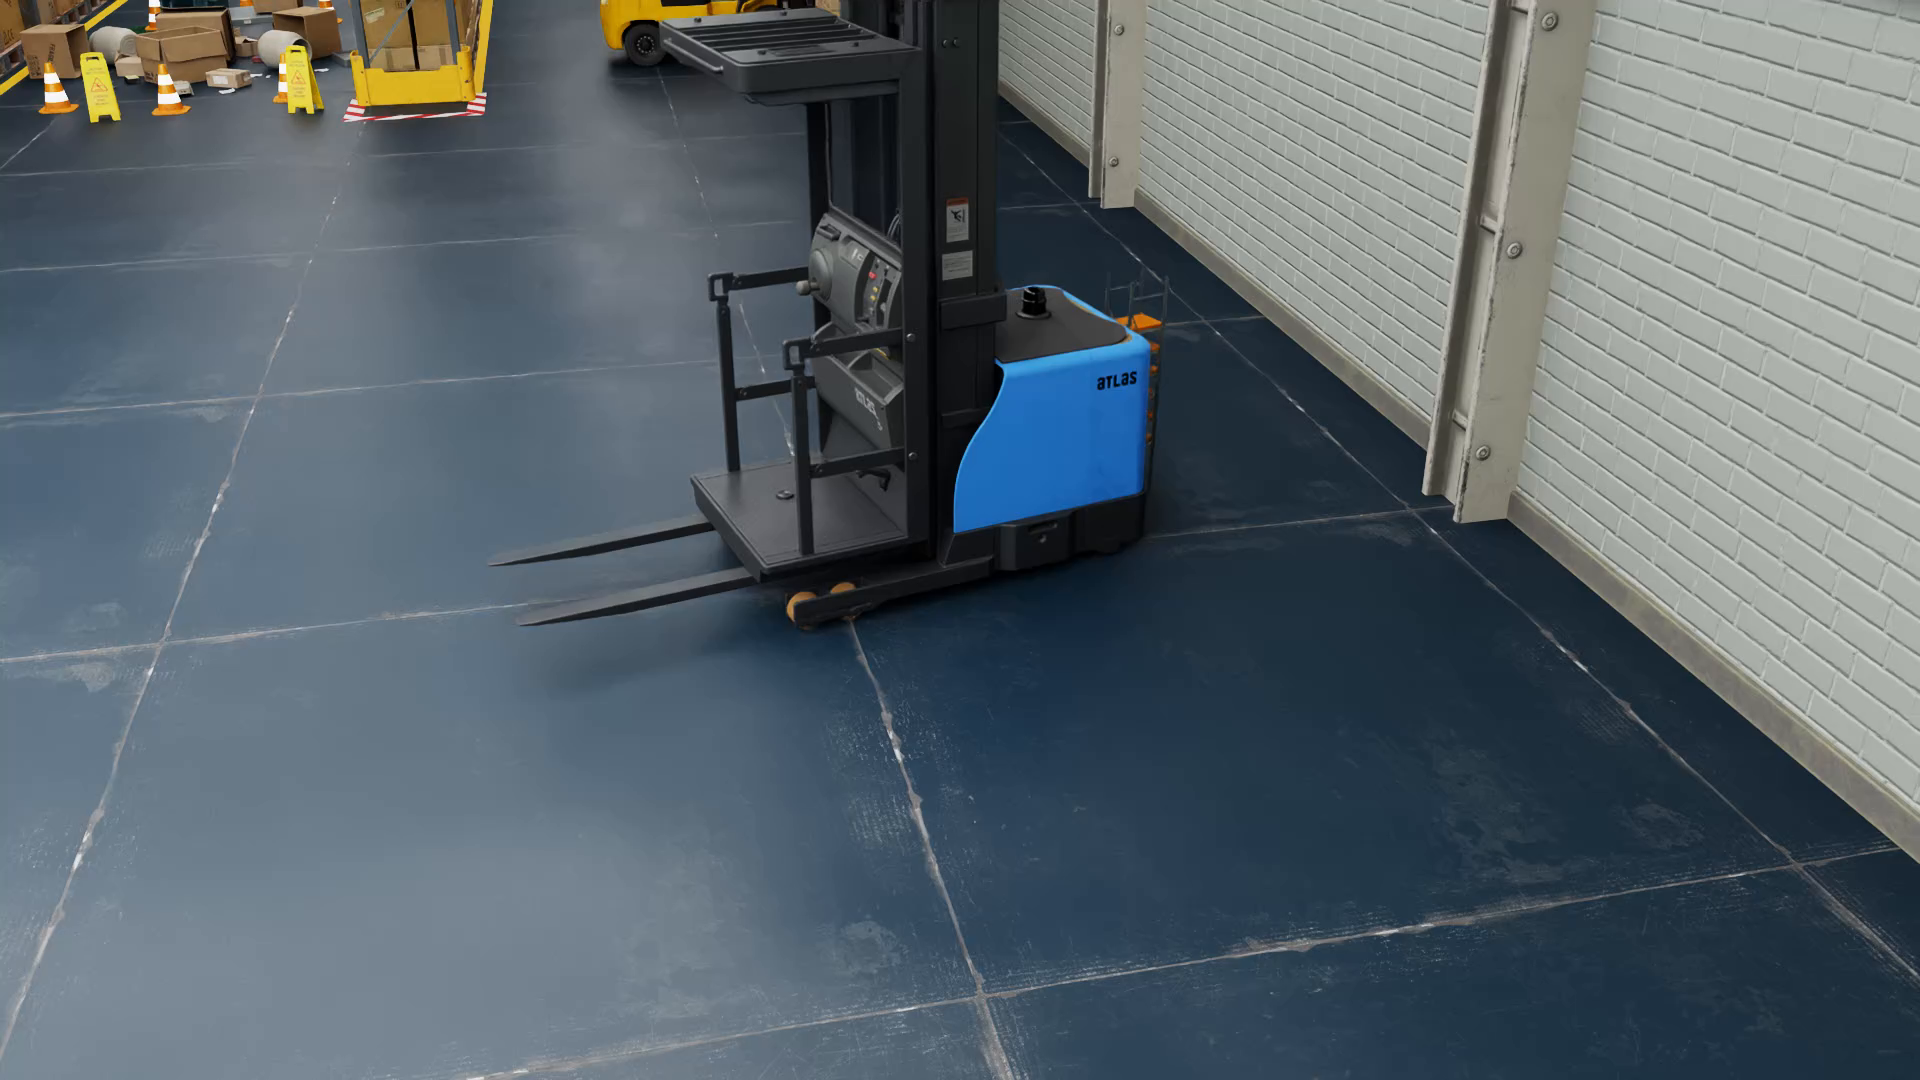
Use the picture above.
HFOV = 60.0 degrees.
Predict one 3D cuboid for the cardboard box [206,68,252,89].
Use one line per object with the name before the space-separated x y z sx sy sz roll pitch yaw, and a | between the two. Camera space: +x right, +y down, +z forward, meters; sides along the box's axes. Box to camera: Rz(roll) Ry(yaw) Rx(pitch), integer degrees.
cardboard box | -7.900 -4.988 17.967 0.380 0.149 0.250 8 28 15

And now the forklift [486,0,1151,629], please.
forklift | -0.653 -1.180 7.335 3.031 2.935 1.130 -12 29 -23

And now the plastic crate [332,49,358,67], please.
plastic crate | -6.983 -5.571 19.198 0.402 0.080 0.583 -16 31 -29

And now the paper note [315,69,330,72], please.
paper note | -7.173 -5.289 18.694 0.142 0.019 0.148 -16 31 -29

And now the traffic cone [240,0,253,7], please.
traffic cone | -9.221 -6.942 21.490 0.336 0.463 0.334 -6 27 -12

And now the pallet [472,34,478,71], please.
pallet | -6.074 -5.574 19.059 1.003 0.211 1.213 -6 27 -12

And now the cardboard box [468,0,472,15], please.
cardboard box | -5.911 -6.262 19.081 0.500 0.500 0.500 -5 27 -9

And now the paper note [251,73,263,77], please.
paper note | -7.834 -5.161 18.454 0.148 0.019 0.142 3 27 6

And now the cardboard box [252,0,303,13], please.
cardboard box | -8.265 -6.675 20.079 0.500 0.500 0.500 -6 27 -12

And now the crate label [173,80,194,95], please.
crate label | -8.233 -4.747 17.504 0.250 0.136 0.298 -23 35 -38

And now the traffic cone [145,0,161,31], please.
traffic cone | -10.169 -6.709 21.029 0.336 0.463 0.334 -6 27 -12

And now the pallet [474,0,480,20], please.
pallet | -6.715 -6.744 21.376 1.003 0.211 1.213 -6 27 -12

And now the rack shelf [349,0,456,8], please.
rack shelf | -6.087 -6.448 18.494 1.077 0.370 4.000 -6 27 -12

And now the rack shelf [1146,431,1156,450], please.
rack shelf | 0.846 -0.501 8.529 0.258 0.103 0.180 -15 30 -31

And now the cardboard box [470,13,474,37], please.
cardboard box | -5.903 -5.918 19.231 0.500 0.250 0.500 -6 27 -11

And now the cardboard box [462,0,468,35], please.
cardboard box | -5.677 -5.807 18.180 0.500 0.500 0.500 -7 28 -14

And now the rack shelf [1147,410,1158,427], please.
rack shelf | 0.850 -0.609 8.478 0.258 0.103 0.180 -15 30 -31

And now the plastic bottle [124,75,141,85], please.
plastic bottle | -9.036 -5.026 18.140 0.133 0.061 0.283 -16 31 -29

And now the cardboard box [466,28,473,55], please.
cardboard box | -5.657 -5.458 18.320 0.500 0.250 0.500 -5 27 -10

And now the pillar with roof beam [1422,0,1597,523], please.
pillar with roof beam | -1.570 -3.767 5.726 9.100 9.000 0.400 -6 27 -12

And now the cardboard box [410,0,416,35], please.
cardboard box | -6.192 -5.739 18.045 0.500 0.500 0.500 -5 27 -10

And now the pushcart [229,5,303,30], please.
pushcart | -8.748 -6.223 20.160 1.648 0.377 0.936 -16 31 -29

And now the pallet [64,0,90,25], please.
pallet | -11.864 -6.723 21.335 1.003 0.211 1.213 -6 27 -12

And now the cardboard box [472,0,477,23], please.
cardboard box | -6.143 -6.374 20.136 0.500 0.250 0.500 -5 27 -9

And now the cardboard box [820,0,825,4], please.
cardboard box | -1.330 -6.197 18.674 0.500 0.250 0.500 -5 27 -11

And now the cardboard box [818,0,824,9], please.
cardboard box | -1.318 -5.983 18.805 0.500 0.250 0.500 -6 27 -12

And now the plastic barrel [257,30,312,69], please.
plastic barrel | -7.577 -5.494 18.664 0.512 0.421 0.421 13 30 24

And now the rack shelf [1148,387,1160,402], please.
rack shelf | 0.853 -0.718 8.426 0.258 0.103 0.180 -15 30 -31

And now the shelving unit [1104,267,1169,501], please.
shelving unit | 0.855 -0.758 8.407 0.258 1.200 0.189 -15 30 -31

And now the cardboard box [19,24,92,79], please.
cardboard box | -9.988 -5.408 18.406 0.500 0.500 0.500 -1 27 -3

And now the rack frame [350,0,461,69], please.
rack frame | -5.637 -5.891 16.592 1.000 3.000 0.127 -6 27 -12

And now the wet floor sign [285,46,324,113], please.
wet floor sign | -6.636 -4.648 16.742 0.267 0.644 0.232 3 27 6

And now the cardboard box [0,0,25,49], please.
cardboard box | -11.264 -6.055 18.810 0.875 0.875 0.875 -6 27 -11

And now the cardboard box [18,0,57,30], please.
cardboard box | -11.565 -6.546 19.921 1.050 0.750 0.750 -6 27 -12

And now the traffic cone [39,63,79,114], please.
traffic cone | -9.173 -4.589 16.827 0.336 0.463 0.334 -6 27 -12

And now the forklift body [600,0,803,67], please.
forklift body | -3.006 -6.665 19.067 2.313 2.155 1.214 -6 27 -12

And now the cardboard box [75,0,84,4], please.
cardboard box | -11.989 -7.379 21.571 1.050 0.750 0.750 -6 27 -11

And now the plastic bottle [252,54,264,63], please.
plastic bottle | -8.074 -5.578 19.233 0.133 0.061 0.283 -1 27 -3

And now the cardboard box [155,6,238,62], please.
cardboard box | -8.718 -5.761 18.954 0.797 0.637 0.503 -6 27 -12

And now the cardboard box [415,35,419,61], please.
cardboard box | -6.190 -5.406 18.218 0.500 0.250 0.500 -6 27 -11

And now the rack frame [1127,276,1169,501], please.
rack frame | 0.906 -0.724 8.340 0.240 1.200 0.006 -15 30 -31

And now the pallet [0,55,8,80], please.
pallet | -10.964 -4.976 17.875 1.003 0.211 1.213 -6 27 -12
